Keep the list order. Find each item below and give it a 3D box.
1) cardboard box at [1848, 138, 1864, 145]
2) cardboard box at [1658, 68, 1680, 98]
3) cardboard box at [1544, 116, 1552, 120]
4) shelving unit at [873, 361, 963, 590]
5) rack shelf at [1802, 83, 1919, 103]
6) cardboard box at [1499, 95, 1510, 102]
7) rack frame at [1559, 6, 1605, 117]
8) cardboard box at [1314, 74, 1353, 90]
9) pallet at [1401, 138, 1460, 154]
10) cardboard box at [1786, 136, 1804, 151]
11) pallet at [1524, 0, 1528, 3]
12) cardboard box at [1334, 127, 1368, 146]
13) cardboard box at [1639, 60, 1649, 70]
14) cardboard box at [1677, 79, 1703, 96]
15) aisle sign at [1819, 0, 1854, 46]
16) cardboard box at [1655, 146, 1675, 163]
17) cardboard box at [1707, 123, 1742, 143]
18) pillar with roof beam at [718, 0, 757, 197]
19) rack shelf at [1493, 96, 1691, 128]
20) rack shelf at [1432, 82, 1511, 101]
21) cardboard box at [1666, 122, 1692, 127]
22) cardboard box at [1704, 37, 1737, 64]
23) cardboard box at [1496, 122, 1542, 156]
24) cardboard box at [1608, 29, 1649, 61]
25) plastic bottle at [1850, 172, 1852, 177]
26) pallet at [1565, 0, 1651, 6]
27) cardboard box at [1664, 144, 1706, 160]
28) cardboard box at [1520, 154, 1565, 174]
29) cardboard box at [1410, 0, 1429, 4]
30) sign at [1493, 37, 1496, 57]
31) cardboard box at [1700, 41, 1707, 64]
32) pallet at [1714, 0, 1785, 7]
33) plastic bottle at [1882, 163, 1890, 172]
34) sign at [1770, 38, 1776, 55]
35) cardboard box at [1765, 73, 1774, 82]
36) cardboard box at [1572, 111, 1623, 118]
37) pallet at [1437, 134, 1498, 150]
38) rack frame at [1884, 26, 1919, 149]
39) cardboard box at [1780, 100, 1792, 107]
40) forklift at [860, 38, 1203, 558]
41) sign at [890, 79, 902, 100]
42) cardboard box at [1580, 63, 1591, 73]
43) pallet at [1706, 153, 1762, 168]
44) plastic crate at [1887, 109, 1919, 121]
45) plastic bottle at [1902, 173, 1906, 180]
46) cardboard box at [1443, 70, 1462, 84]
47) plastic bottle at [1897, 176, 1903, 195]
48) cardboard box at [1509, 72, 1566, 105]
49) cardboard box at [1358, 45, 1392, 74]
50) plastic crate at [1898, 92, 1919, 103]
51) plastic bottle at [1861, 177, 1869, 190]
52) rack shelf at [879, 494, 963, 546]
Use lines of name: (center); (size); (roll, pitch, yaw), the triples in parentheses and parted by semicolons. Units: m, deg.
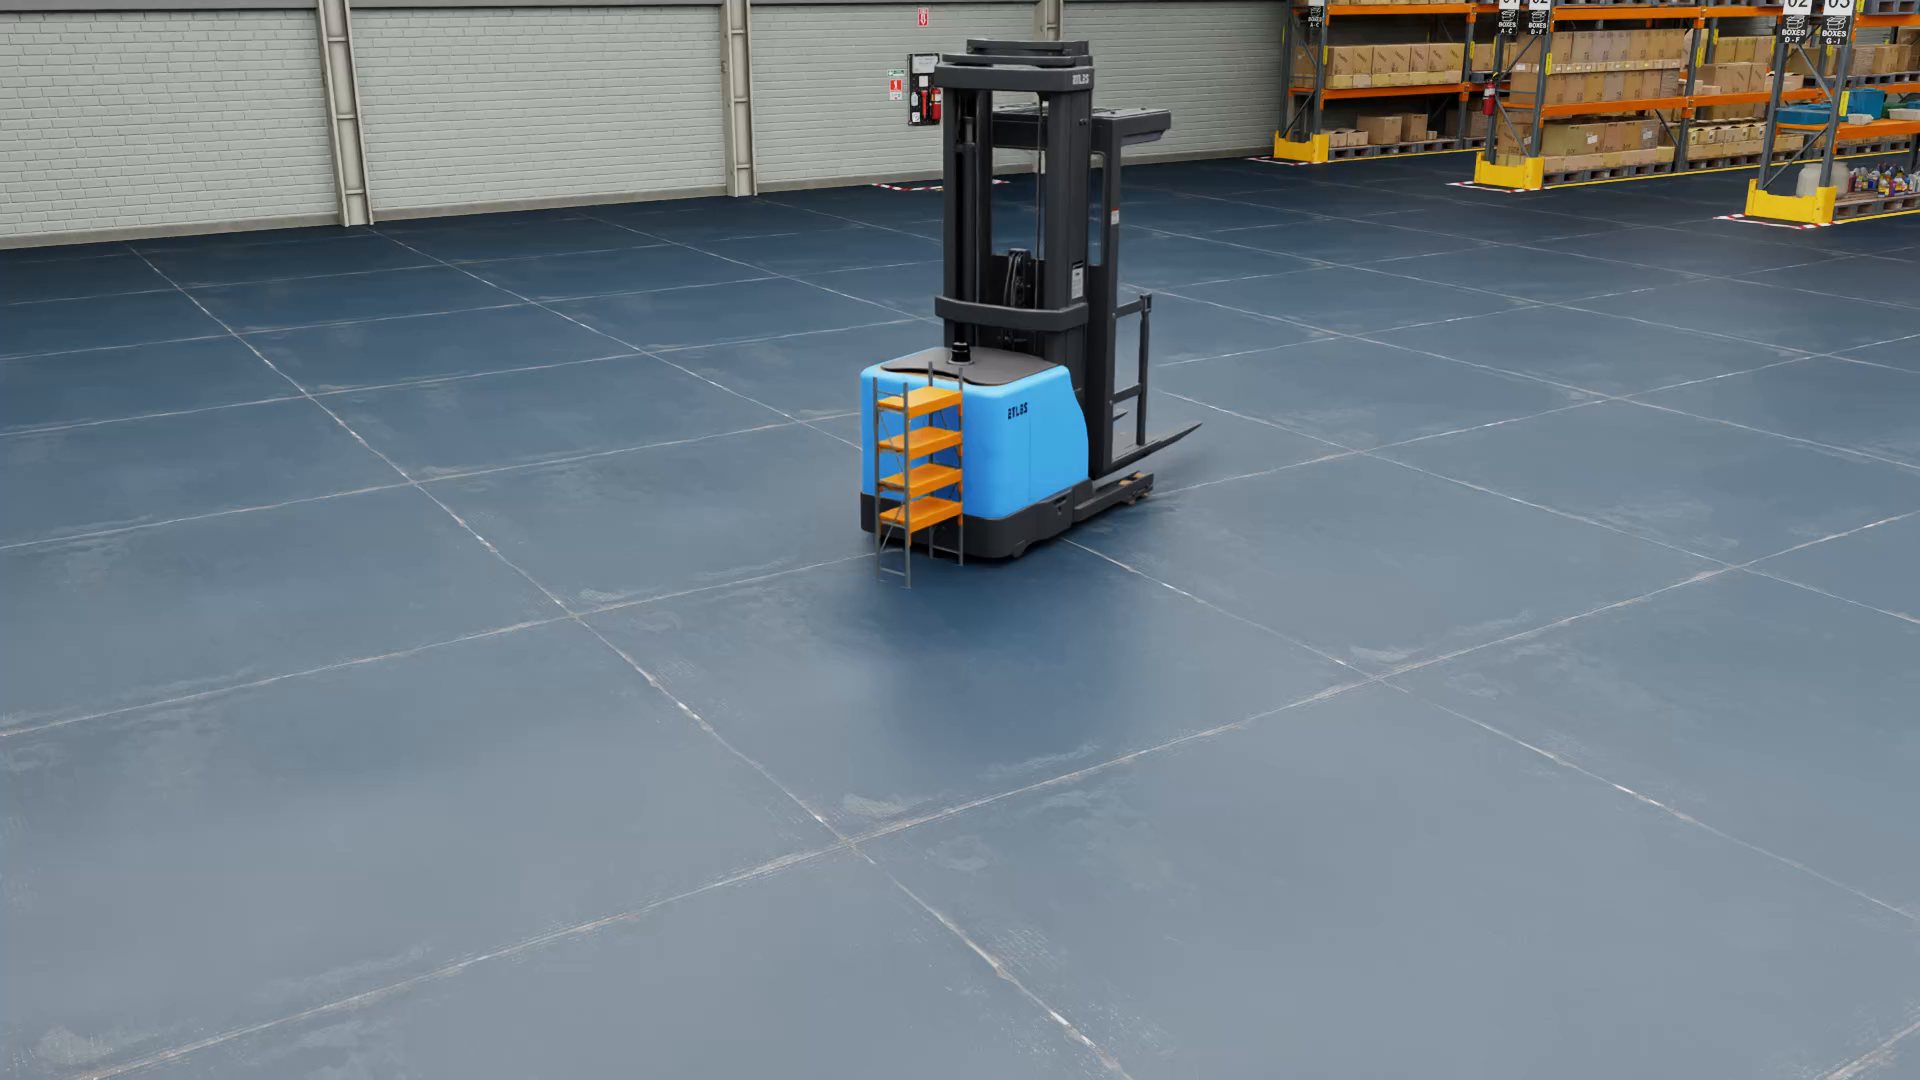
cardboard box: (17.238, -7.976, 32.368); (0.500, 0.500, 0.500); (-12, 22, -32)
cardboard box: (12.137, -8.030, 29.157); (0.500, 0.500, 0.700); (-13, 22, -33)
cardboard box: (12.051, -8.915, 35.147); (0.500, 0.500, 0.700); (-12, 22, -31)
shelving unit: (-0.232, -0.371, 9.468); (0.258, 1.200, 0.503); (14, 23, 36)
rack shelf: (17.516, -8.778, 32.650); (4.000, 0.370, 1.077); (-12, 22, -31)
cardboard box: (11.181, -9.071, 34.439); (0.500, 0.250, 0.500); (-13, 22, -33)
rack frame: (13.118, -10.091, 35.410); (0.127, 3.000, 1.000); (-12, 22, -31)
cardboard box: (7.018, -8.622, 31.266); (0.500, 0.250, 0.500); (-13, 22, -33)
pallet: (9.235, -7.938, 33.395); (1.213, 0.211, 1.003); (-12, 22, -31)
cardboard box: (15.540, -7.505, 31.399); (0.500, 0.250, 0.500); (-11, 22, -30)
pallet: (11.216, -10.982, 33.656); (1.003, 0.211, 1.213); (-12, 22, -31)
cardboard box: (7.540, -7.815, 32.189); (0.500, 0.311, 0.500); (-10, 21, -27)
cardboard box: (11.544, -8.133, 28.449); (0.250, 0.149, 0.380); (-12, 22, -32)
cardboard box: (12.892, -8.090, 29.724); (0.500, 0.250, 0.500); (-10, 21, -28)
aisle sign: (11.986, -7.173, 22.718); (0.004, 0.787, 0.394); (-12, 22, -31)
cardboard box: (12.237, -6.819, 29.368); (0.500, 0.250, 0.500); (-12, 22, -31)
cardboard box: (13.839, -7.409, 30.238); (0.500, 0.311, 0.500); (-13, 22, -33)
pillar with roof beam: (-1.109, -8.614, 21.672); (0.400, 9.000, 9.100); (-12, 22, -31)
rack shelf: (10.834, -7.369, 28.482); (4.000, 0.370, 1.077); (-12, 22, -31)
rack shelf: (11.447, -9.398, 34.484); (4.000, 0.370, 1.077); (-12, 22, -31)
cardboard box: (13.116, -7.466, 30.406); (0.500, 0.311, 0.500); (-11, 22, -30)
cardboard box: (16.920, -11.029, 37.716); (0.700, 0.700, 0.980); (-12, 22, -31)
cardboard box: (9.448, -6.783, 28.093); (0.500, 0.500, 0.500); (-12, 22, -31)
cardboard box: (11.297, -8.467, 28.424); (0.500, 0.500, 0.700); (-12, 22, -31)
plastic bottle: (13.403, -5.428, 25.183); (0.135, 0.276, 0.152); (-12, 22, -31)
pallet: (10.788, -9.071, 27.846); (1.213, 0.211, 1.003); (-12, 22, -31)
cardboard box: (12.978, -6.963, 29.796); (0.500, 0.250, 0.500); (-13, 22, -33)
cardboard box: (9.734, -6.289, 27.801); (0.500, 0.250, 0.500); (-12, 22, -31)
cardboard box: (8.620, -10.516, 31.796); (0.500, 0.500, 0.500); (-13, 23, -33)
sign: (8.877, -8.166, 27.538); (0.005, 0.325, 0.100); (-12, 22, -31)
cardboard box: (16.211, -10.845, 36.988); (0.500, 0.500, 0.500); (-12, 22, -32)
pallet: (14.395, -9.757, 30.034); (1.213, 0.211, 1.003); (-11, 21, -29)
plastic bottle: (14.323, -5.659, 25.750); (0.185, 0.351, 0.144); (-11, 22, -30)
sign: (15.539, -9.421, 31.745); (0.005, 0.325, 0.100); (-12, 22, -31)
cardboard box: (14.992, -8.619, 31.195); (0.500, 0.311, 0.500); (-12, 22, -32)
cardboard box: (13.804, -9.366, 35.967); (0.750, 0.750, 0.750); (-12, 22, -32)
pallet: (10.426, -8.203, 34.180); (1.213, 0.211, 1.003); (-12, 22, -31)
rack frame: (19.186, -9.471, 33.577); (0.127, 3.000, 1.000); (-12, 22, -31)
cardboard box: (19.269, -10.365, 39.468); (0.500, 0.500, 0.700); (-12, 22, -31)
forklift: (0.635, -1.695, 10.681); (1.130, 2.935, 3.031); (12, 22, 32)
sign: (-1.069, -7.502, 27.696); (0.234, 0.329, 0.001); (-12, 22, -31)
cardboard box: (10.250, -7.859, 27.637); (0.250, 0.149, 0.380); (-12, 22, -32)
pallet: (14.118, -7.098, 30.910); (1.213, 0.211, 1.003); (-12, 22, -31)
plastic crate: (14.009, -6.258, 24.484); (0.437, 0.136, 0.530); (-12, 22, -31)
plastic bottle: (14.219, -5.378, 25.023); (0.133, 0.283, 0.061); (-12, 22, -31)
cardboard box: (9.548, -9.161, 32.861); (0.500, 0.250, 0.500); (-12, 22, -31)
plastic bottle: (13.940, -5.262, 24.699); (0.097, 0.271, 0.097); (0, 19, 0)
cardboard box: (9.561, -7.484, 27.542); (0.500, 0.500, 0.700); (-12, 22, -31)
cardboard box: (7.853, -9.153, 31.668); (0.500, 0.500, 0.500); (-13, 22, -33)
plastic crate: (14.718, -6.649, 25.326); (0.504, 0.338, 0.767); (-12, 22, -31)
plastic bottle: (13.758, -5.423, 25.284); (0.097, 0.201, 0.097); (0, 19, 0)
rack shelf: (-0.232, -0.119, 9.553); (0.258, 0.148, 0.480); (14, 23, 36)
